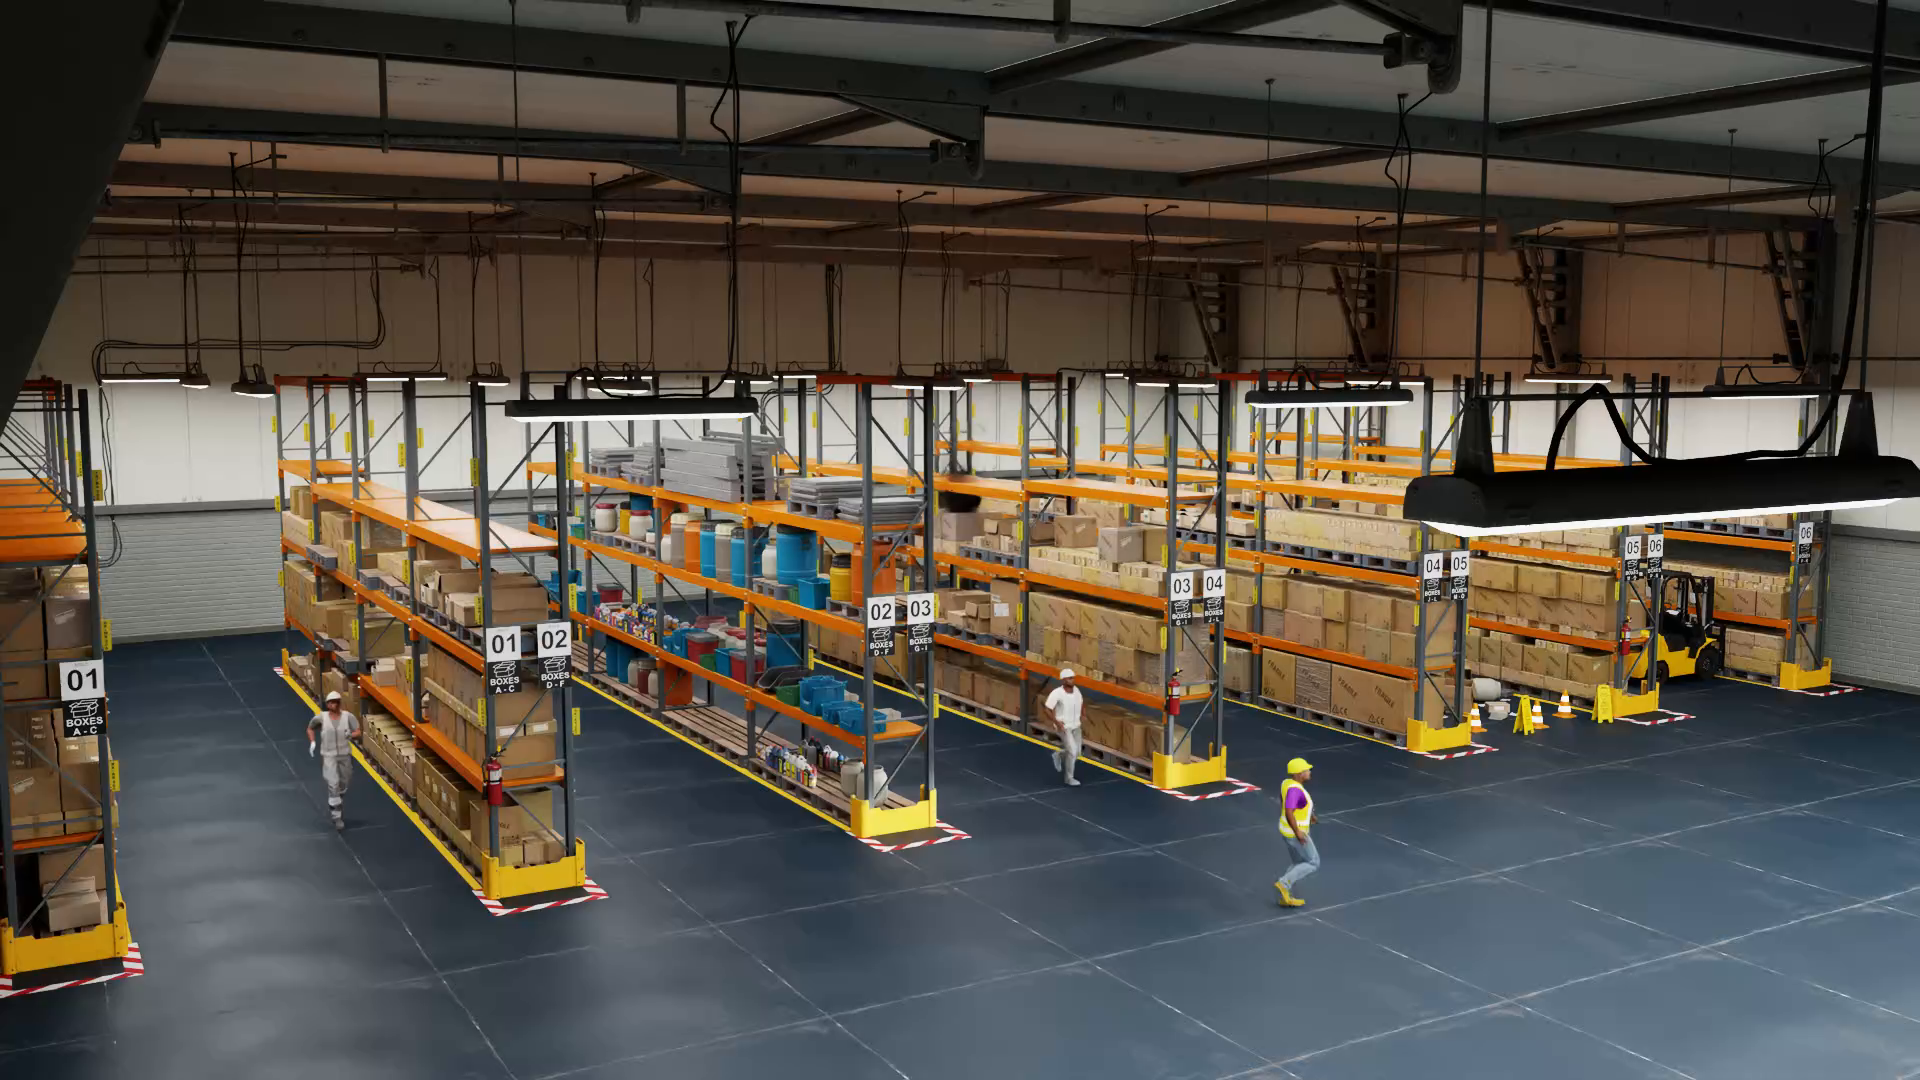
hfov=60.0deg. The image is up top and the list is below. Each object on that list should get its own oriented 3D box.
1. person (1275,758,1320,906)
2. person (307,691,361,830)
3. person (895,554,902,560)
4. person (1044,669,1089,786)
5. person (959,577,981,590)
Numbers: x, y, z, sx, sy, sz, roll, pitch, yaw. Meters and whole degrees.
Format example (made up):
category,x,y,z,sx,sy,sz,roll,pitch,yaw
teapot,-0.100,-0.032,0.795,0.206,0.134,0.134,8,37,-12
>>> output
category,x,y,z,sx,sy,sz,roll,pitch,yaw
person,3.904,3.371,19.220,0.573,1.730,0.710,0,6,-4
person,-8.476,2.940,22.598,0.659,1.787,0.980,-4,7,-32
person,-1.709,1.089,41.095,0.721,1.498,0.509,2,7,16
person,1.566,2.763,24.787,0.741,1.725,0.696,-5,8,-39
person,0.188,0.833,42.407,0.933,1.727,0.700,3,7,27
